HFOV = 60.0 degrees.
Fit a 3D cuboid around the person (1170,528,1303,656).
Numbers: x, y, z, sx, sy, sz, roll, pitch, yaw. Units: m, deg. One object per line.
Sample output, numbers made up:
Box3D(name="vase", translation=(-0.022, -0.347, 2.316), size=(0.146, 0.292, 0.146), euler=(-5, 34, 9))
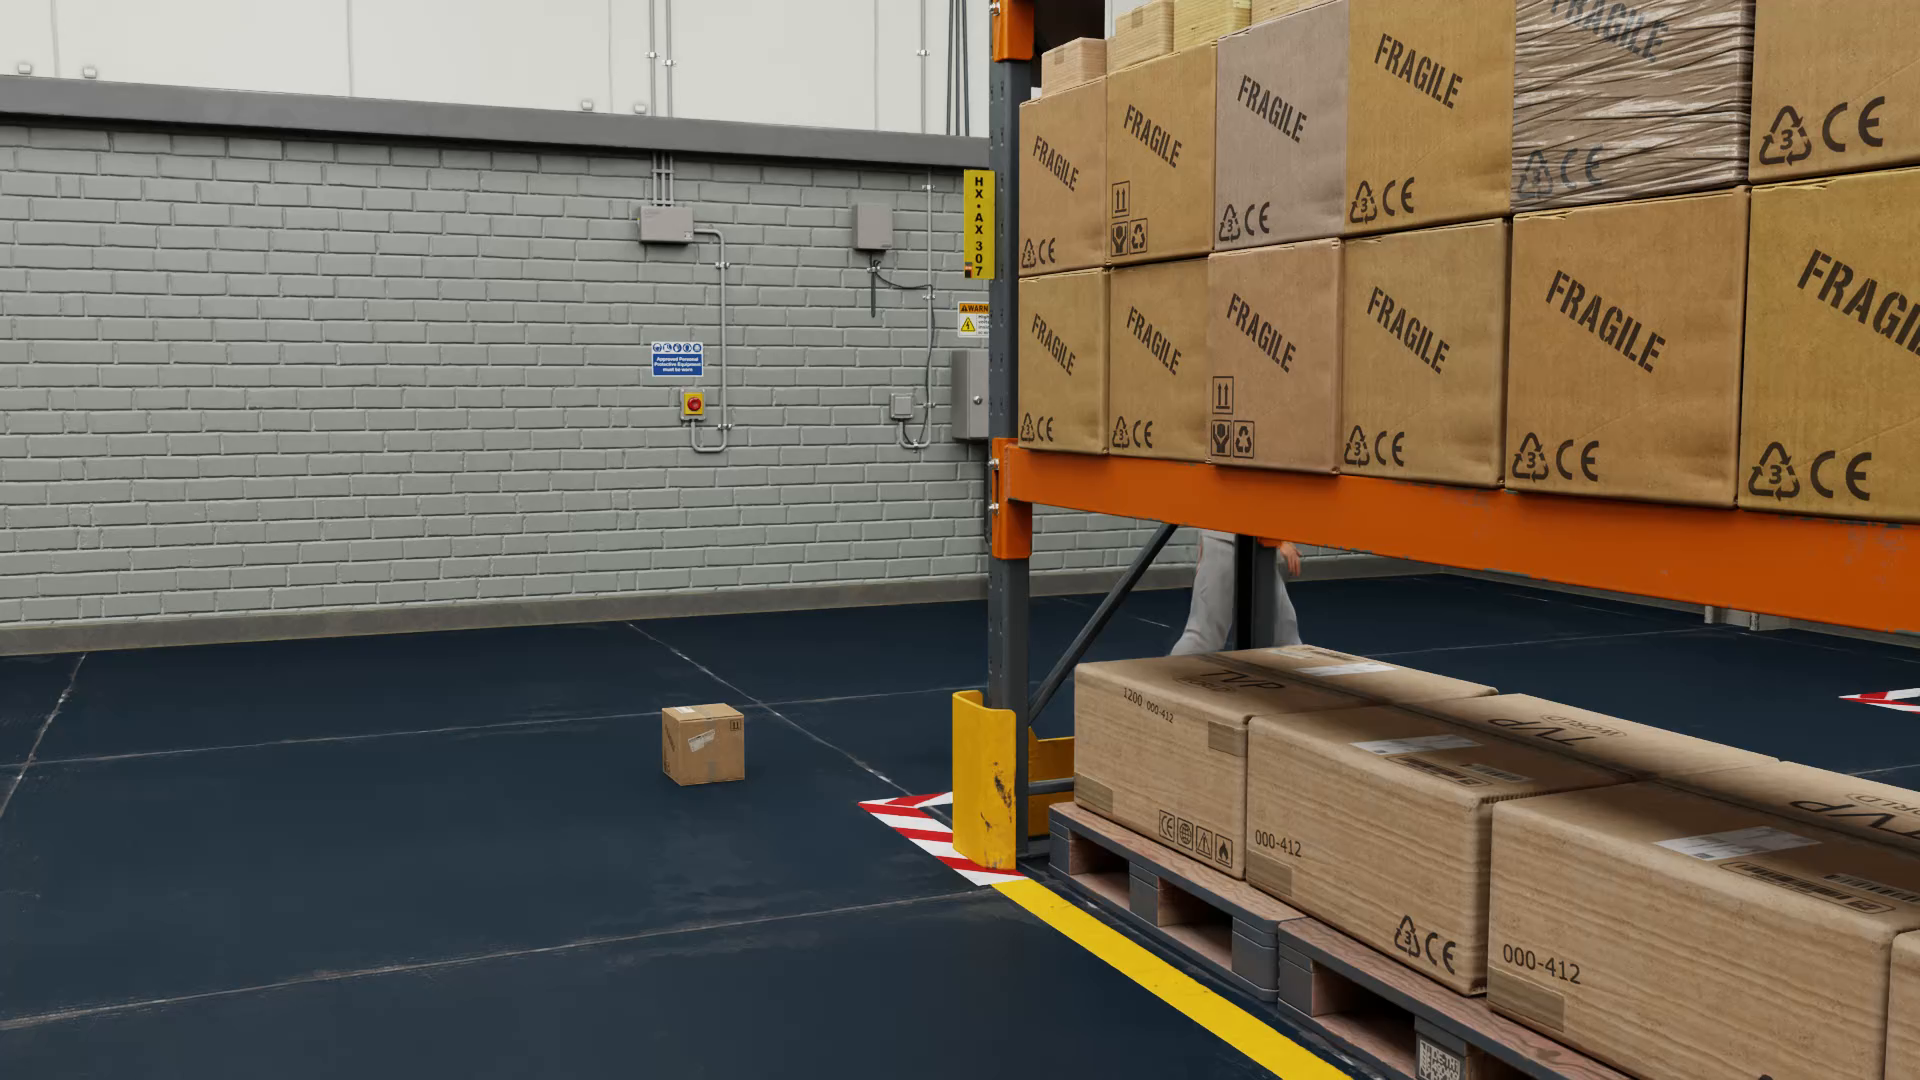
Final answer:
Box3D(name="person", translation=(1.177, 0.027, 6.569), size=(0.890, 1.647, 0.482), euler=(0, 5, 2))
